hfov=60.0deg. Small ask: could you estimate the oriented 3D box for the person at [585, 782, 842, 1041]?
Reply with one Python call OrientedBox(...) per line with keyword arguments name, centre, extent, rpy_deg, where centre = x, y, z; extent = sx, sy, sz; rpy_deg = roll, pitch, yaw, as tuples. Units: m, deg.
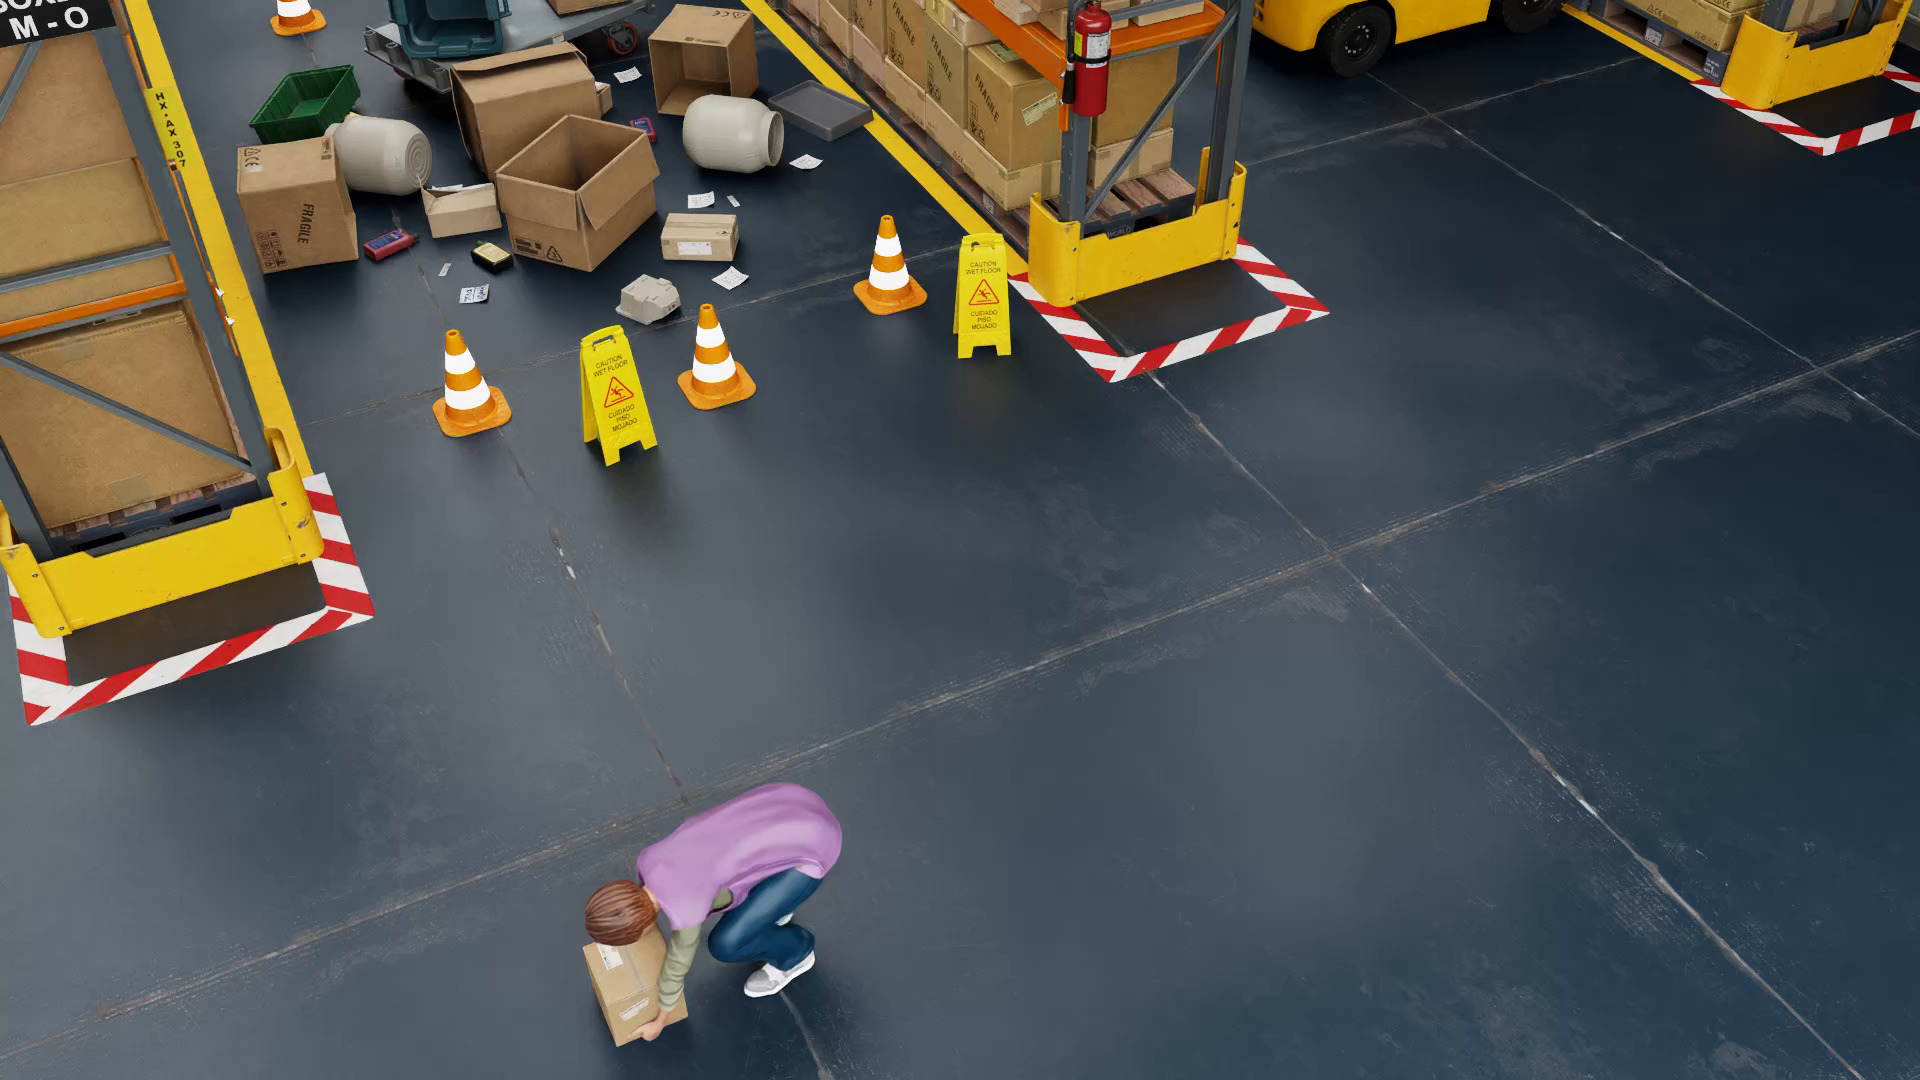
OrientedBox(name="person", centre=(-0.791, 1.209, 5.479), extent=(0.873, 0.758, 0.427), rpy_deg=(-20, 46, -21))
